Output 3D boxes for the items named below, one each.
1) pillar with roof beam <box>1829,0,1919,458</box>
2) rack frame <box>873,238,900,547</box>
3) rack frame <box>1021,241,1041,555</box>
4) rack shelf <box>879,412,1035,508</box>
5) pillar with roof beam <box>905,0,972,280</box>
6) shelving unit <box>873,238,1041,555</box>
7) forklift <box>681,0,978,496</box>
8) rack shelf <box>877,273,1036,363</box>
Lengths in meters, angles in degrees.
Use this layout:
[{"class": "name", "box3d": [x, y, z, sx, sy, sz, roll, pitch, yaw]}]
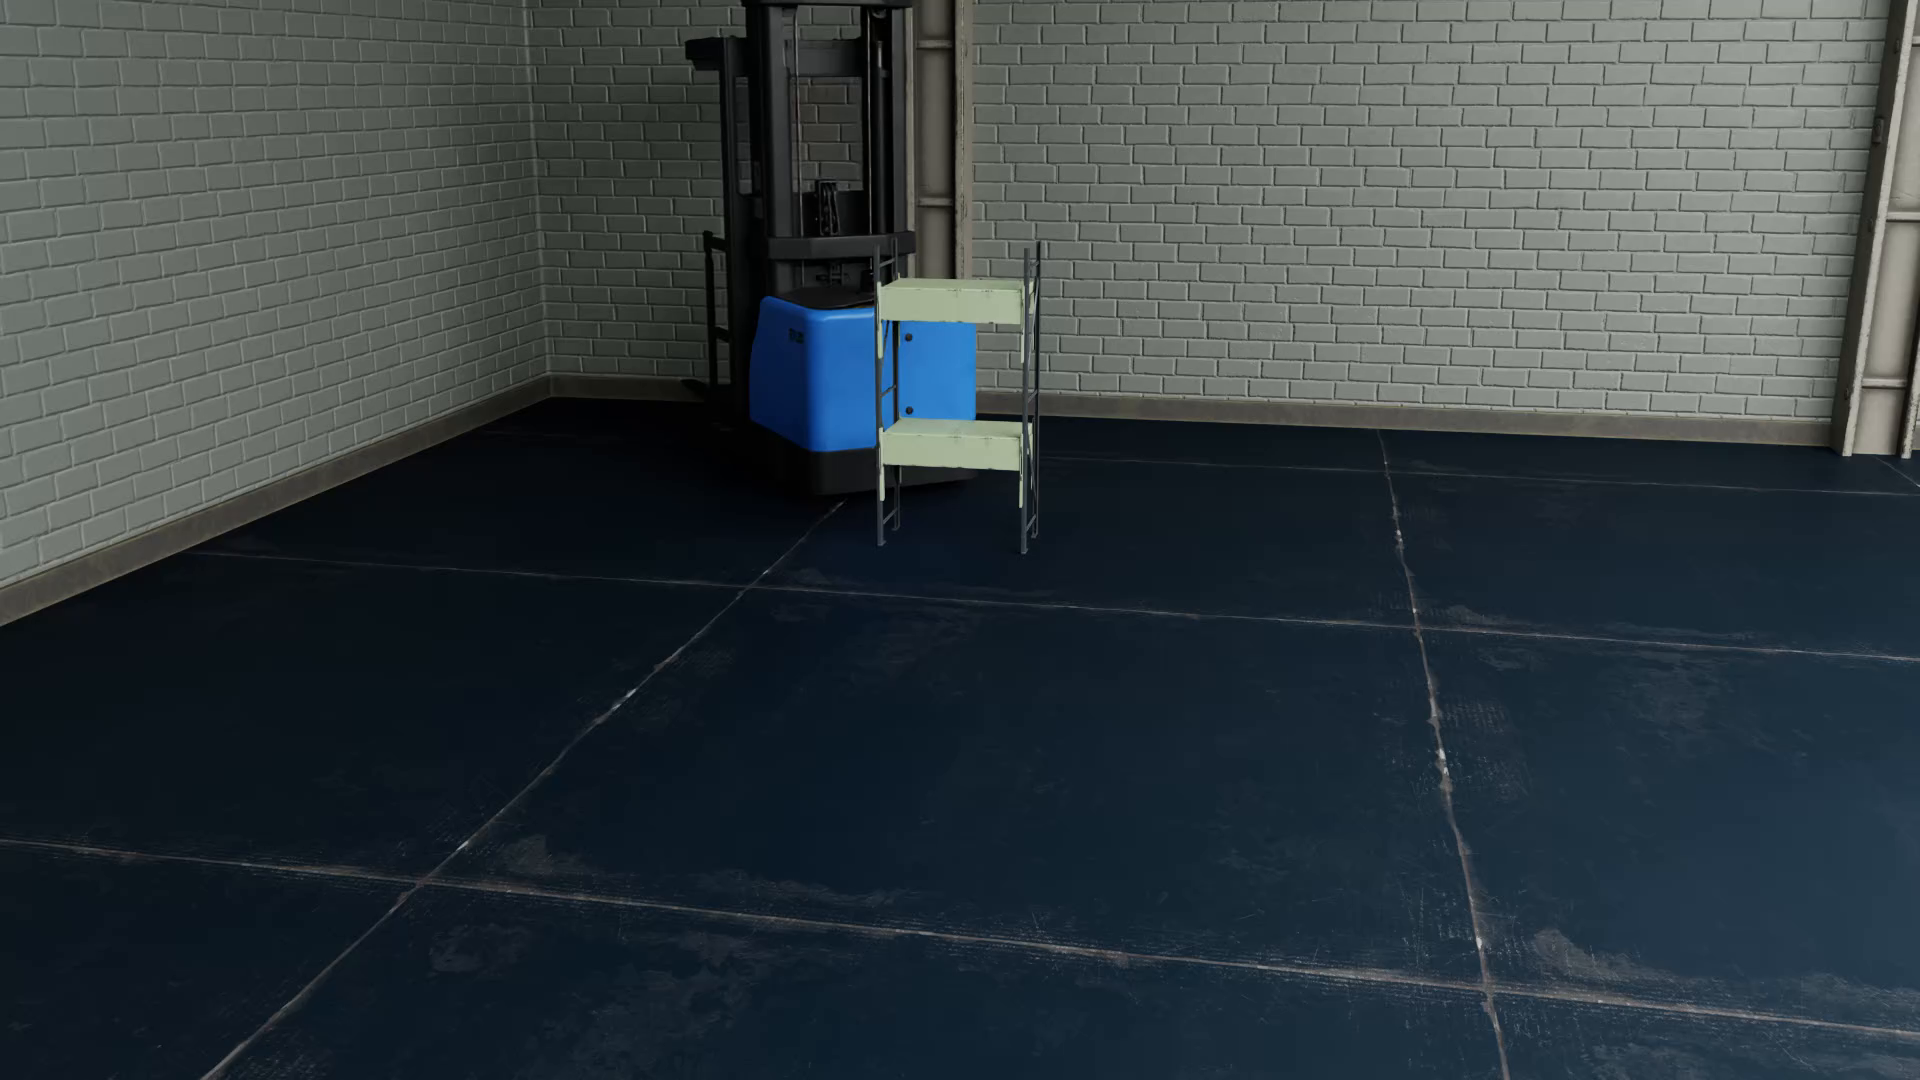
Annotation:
[{"class": "pillar with roof beam", "box3d": [4.880, -3.768, 5.236, 0.400, 9.000, 9.100, 3, 16, 11]}, {"class": "rack frame", "box3d": [-0.365, -0.743, 8.363, 0.023, 1.500, 0.400, 3, 16, 11]}, {"class": "rack frame", "box3d": [0.352, -0.704, 8.223, 0.023, 1.500, 0.400, 3, 16, 11]}, {"class": "rack shelf", "box3d": [-0.007, -0.409, 8.380, 0.720, 0.370, 0.431, 3, 16, 11]}, {"class": "pillar with roof beam", "box3d": [-1.000, -4.087, 6.388, 0.400, 9.000, 9.100, 3, 16, 11]}, {"class": "shelving unit", "box3d": [-0.007, -0.723, 8.293, 0.755, 1.500, 0.431, 3, 16, 11]}, {"class": "forklift", "box3d": [-0.996, -2.002, 10.229, 1.130, 2.935, 3.031, -7, 17, -25]}, {"class": "rack shelf", "box3d": [-0.007, -1.099, 8.189, 0.720, 0.370, 0.431, 3, 16, 11]}]
